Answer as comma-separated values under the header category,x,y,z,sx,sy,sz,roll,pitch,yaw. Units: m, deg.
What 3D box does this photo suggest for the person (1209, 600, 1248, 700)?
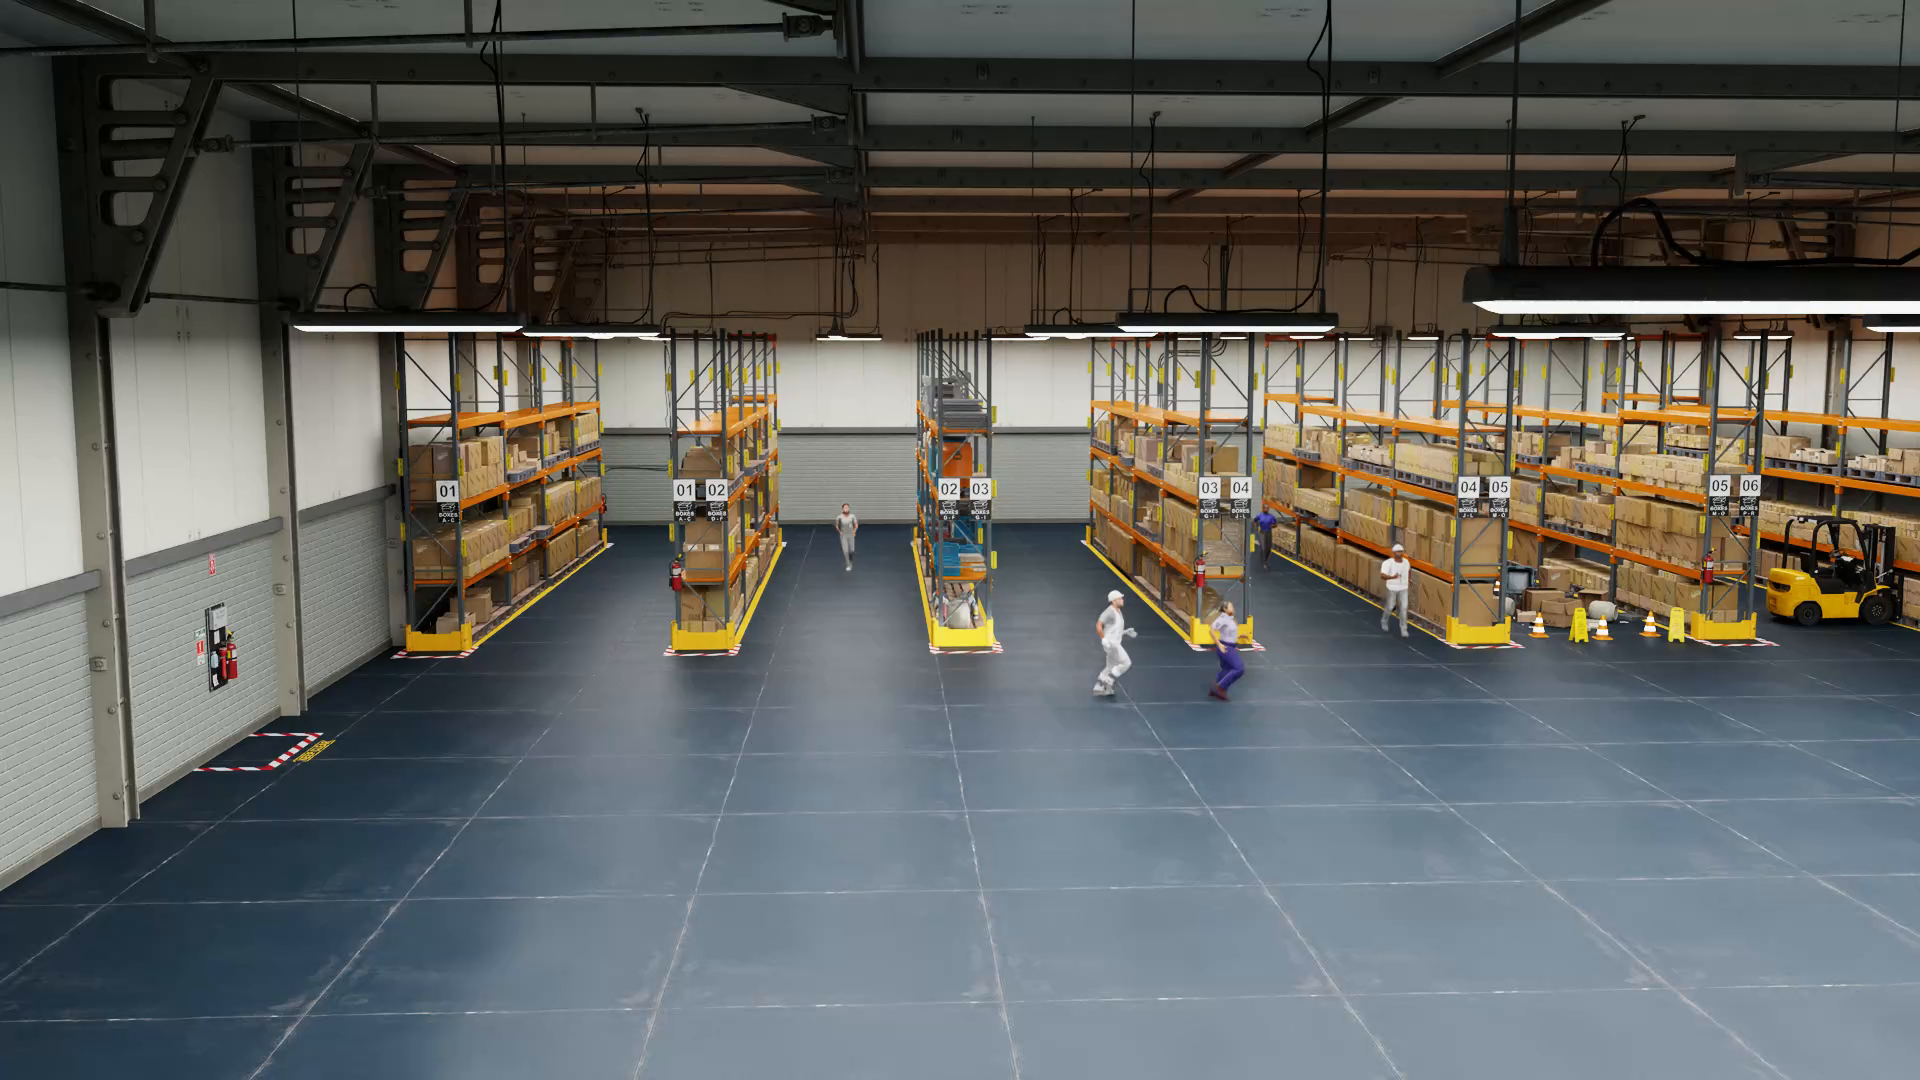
category,x,y,z,sx,sy,sz,roll,pitch,yaw
person,4.312,1.777,26.699,0.630,1.599,0.593,2,7,16

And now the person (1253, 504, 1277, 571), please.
category,x,y,z,sx,sy,sz,roll,pitch,yaw
person,7.765,-0.099,42.292,0.576,1.647,0.938,0,7,-1

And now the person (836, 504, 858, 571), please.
category,x,y,z,sx,sy,sz,roll,pitch,yaw
person,-2.712,-0.065,39.908,0.541,1.626,0.517,-1,7,-7

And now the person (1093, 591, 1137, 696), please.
category,x,y,z,sx,sy,sz,roll,pitch,yaw
person,2.511,1.675,26.976,0.696,1.723,0.582,2,7,15

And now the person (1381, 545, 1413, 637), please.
category,x,y,z,sx,sy,sz,roll,pitch,yaw
person,8.594,0.966,32.685,0.702,1.763,0.956,-1,7,-7
